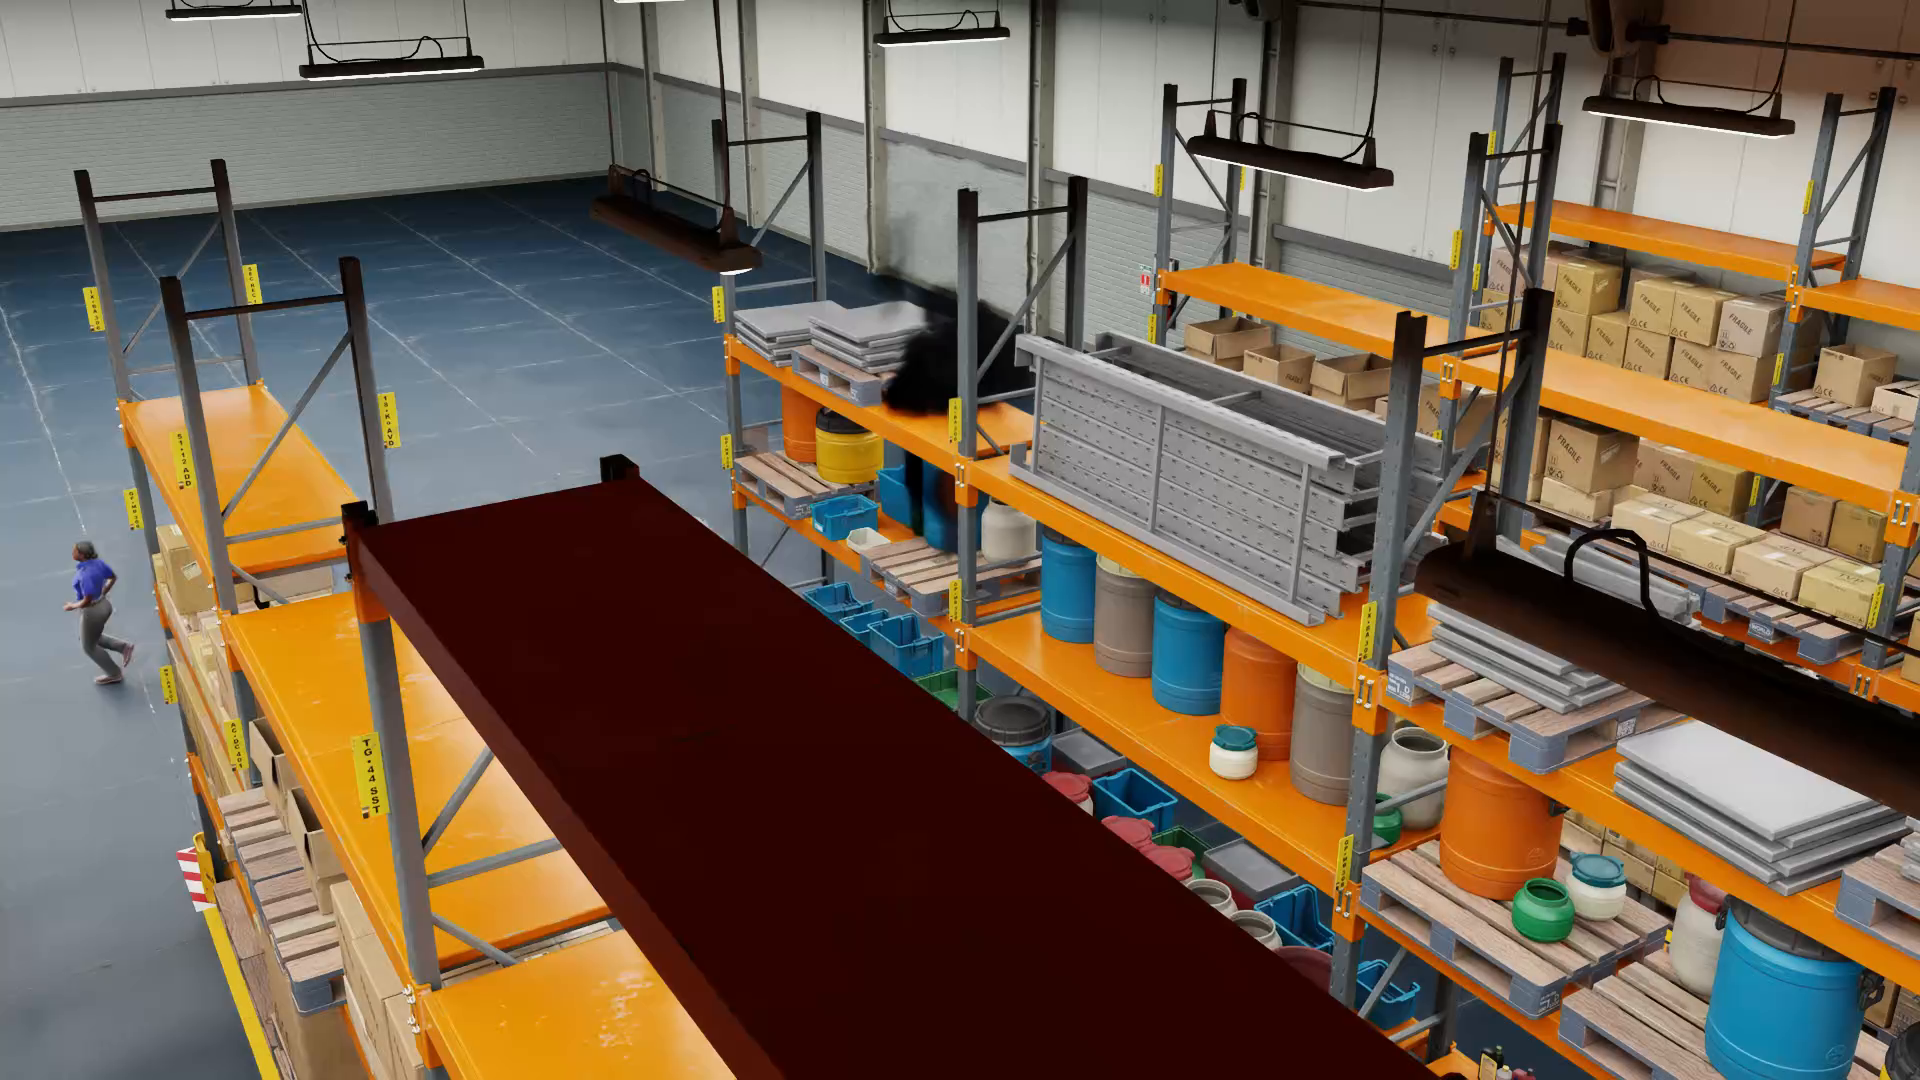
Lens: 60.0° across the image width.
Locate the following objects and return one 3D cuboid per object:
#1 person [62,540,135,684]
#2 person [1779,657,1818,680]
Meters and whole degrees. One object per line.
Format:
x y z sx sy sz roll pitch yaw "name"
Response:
-9.038 0.753 17.375 0.559 1.611 0.575 -3 22 -7 "person"
7.407 1.610 15.162 0.615 1.648 0.545 -16 27 -35 "person"
